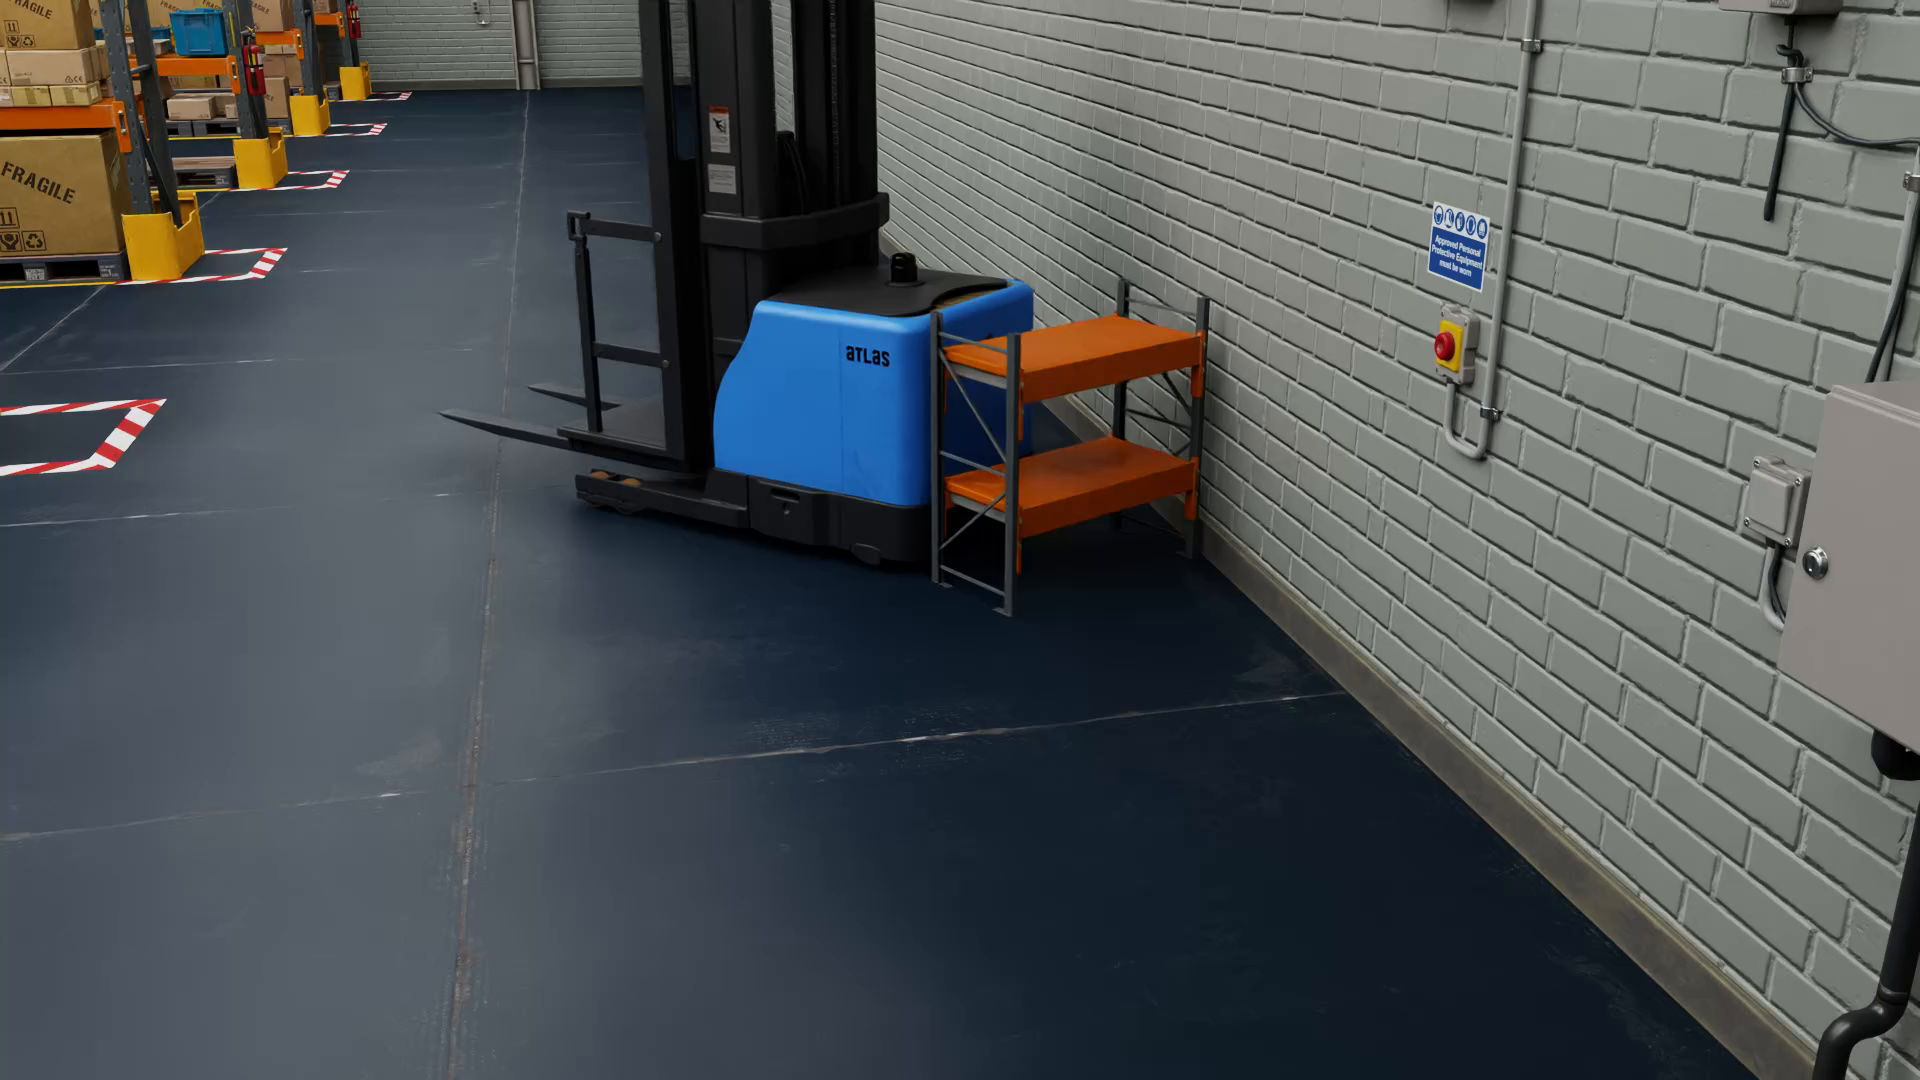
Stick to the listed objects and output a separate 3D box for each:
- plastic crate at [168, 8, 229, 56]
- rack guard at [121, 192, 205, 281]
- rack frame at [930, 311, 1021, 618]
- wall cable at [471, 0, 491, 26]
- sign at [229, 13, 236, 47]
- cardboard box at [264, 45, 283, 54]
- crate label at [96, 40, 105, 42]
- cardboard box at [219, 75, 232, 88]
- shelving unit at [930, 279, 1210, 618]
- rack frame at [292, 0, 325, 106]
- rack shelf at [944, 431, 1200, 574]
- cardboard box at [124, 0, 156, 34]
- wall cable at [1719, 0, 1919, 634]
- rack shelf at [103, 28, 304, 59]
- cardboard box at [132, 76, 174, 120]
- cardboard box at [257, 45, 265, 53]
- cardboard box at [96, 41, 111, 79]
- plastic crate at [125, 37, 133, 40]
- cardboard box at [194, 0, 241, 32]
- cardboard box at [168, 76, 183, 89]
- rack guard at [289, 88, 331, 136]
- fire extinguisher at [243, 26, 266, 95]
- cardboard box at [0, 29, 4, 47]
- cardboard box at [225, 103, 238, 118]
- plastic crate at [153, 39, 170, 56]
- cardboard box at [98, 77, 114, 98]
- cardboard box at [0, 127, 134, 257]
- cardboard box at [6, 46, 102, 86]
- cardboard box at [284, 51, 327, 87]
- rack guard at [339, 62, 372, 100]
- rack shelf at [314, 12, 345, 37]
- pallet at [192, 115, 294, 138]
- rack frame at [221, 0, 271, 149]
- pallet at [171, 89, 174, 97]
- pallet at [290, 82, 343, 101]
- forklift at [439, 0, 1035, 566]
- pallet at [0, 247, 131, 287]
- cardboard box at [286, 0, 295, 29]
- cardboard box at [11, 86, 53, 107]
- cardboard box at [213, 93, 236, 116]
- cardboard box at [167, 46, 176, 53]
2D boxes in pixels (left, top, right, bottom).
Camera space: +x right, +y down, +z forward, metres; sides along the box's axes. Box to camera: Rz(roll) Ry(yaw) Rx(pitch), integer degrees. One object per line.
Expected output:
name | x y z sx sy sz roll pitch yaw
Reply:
plastic crate | -7.752 -5.204 17.022 0.499 0.435 0.616 -5 21 -12
rack guard | -6.306 -2.419 13.191 0.348 0.500 1.175 -5 21 -12
rack frame | 0.054 -0.292 6.477 0.032 1.125 0.500 -16 25 -37
wall cable | -8.721 -9.460 27.301 1.851 1.984 0.084 -5 21 -12
sign | -7.327 -5.142 16.755 0.005 0.325 0.100 -5 21 -12
cardboard box | -10.739 -7.712 26.088 0.250 0.149 0.380 -4 21 -11
crate label | -8.772 -4.979 16.843 0.243 0.136 0.396 -5 21 -12
cardboard box | -11.384 -7.420 26.232 0.500 0.500 0.700 -5 21 -14
shelving unit | 0.447 -0.403 6.779 1.048 1.125 0.538 -16 25 -37
rack frame | -8.606 -6.907 21.809 0.127 3.000 1.000 -5 21 -12
rack shelf | 0.447 -0.173 6.863 1.000 0.278 0.538 -16 25 -37
cardboard box | -10.460 -6.708 21.119 0.500 0.500 0.500 -5 21 -13
wall cable | 1.770 -0.731 3.472 0.122 1.984 0.588 -5 21 -12
rack shelf | -10.552 -6.411 21.501 4.000 0.370 1.077 -5 21 -12
cardboard box | -10.671 -5.775 21.709 0.637 0.503 0.797 -5 21 -12
cardboard box | -11.068 -7.821 26.384 0.250 0.149 0.380 -4 21 -12
cardboard box | -6.859 -3.712 12.874 0.500 0.250 0.500 -5 21 -14
plastic crate | -8.777 -5.192 17.424 0.298 0.136 0.250 -5 21 -12
cardboard box | -9.483 -6.785 21.331 0.500 0.500 0.500 -4 21 -12
cardboard box | -12.401 -7.335 26.002 0.500 0.500 0.700 -5 21 -13
rack guard | -8.680 -5.727 22.223 0.348 0.500 1.175 -5 21 -12
fire extinguisher | -7.218 -4.897 16.977 0.183 0.674 0.296 -5 21 -12
cardboard box | -7.346 -4.025 12.637 0.500 0.500 0.500 -5 21 -14
cardboard box | -9.493 -5.656 21.873 0.250 0.166 0.380 -5 21 -12
plastic crate | -8.221 -5.028 16.975 0.243 0.136 0.396 -5 21 -12
cardboard box | -6.751 -3.555 13.024 0.250 0.149 0.380 -4 21 -12
cardboard box | -6.934 -2.713 12.838 0.875 0.875 0.875 -5 21 -12
cardboard box | -6.740 -3.533 12.383 0.500 0.250 0.500 -5 21 -13
cardboard box | -10.407 -7.499 26.450 0.500 0.500 0.700 -5 21 -12
rack guard | -9.726 -7.393 26.770 0.348 0.500 1.175 -5 21 -12
rack shelf | -11.696 -8.069 26.026 4.000 0.370 1.077 -5 21 -12
pallet | -9.455 -5.528 22.099 1.213 0.211 1.003 -5 21 -12
rack frame | -7.470 -5.249 17.282 0.127 3.000 1.000 -5 21 -12
pallet | -12.884 -6.973 26.043 1.213 0.211 1.003 -5 21 -12
pallet | -10.509 -7.166 26.570 1.213 0.211 1.003 -5 21 -12
forklift | -1.184 -1.632 7.508 3.031 2.935 1.130 12 23 30
pallet | -7.090 -2.192 12.991 1.213 0.211 1.003 -5 21 -12
cardboard box | -9.098 -7.007 21.937 0.500 0.500 0.500 -4 21 -11
cardboard box | -6.853 -3.313 12.364 0.250 0.149 0.380 -4 21 -12
cardboard box | -9.687 -5.835 22.240 0.500 0.250 0.500 -5 21 -12
cardboard box | -12.309 -7.720 26.108 0.250 0.149 0.380 -5 21 -14
